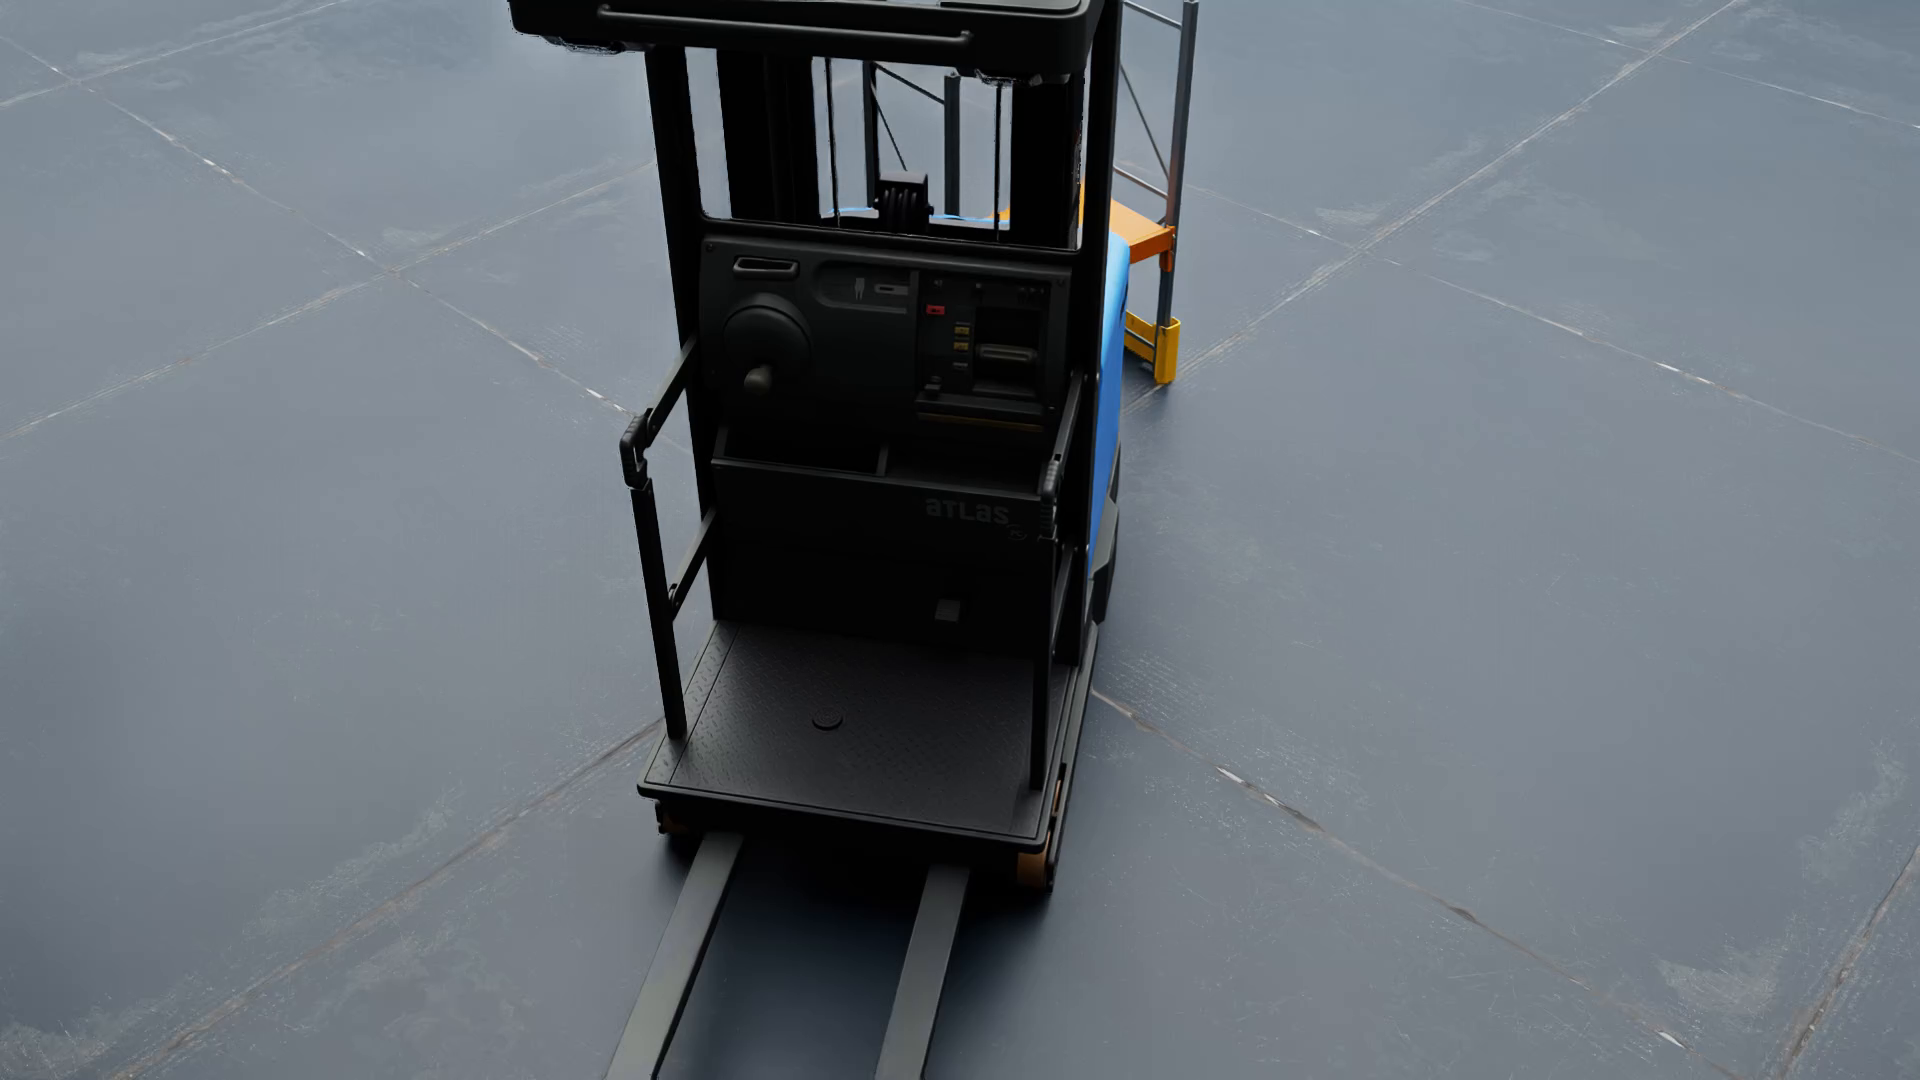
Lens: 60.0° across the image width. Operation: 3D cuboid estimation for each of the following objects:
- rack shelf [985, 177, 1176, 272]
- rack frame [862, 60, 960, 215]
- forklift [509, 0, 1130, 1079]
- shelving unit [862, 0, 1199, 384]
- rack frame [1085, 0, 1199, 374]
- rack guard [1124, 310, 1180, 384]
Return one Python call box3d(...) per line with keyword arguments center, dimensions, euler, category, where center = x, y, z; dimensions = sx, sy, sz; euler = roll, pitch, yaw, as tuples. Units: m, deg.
box3d(center=(0.242, -1.024, 6.121), dimensions=(1.000, 0.185, 0.538), euler=(-25, 45, -28), category="rack shelf")
box3d(center=(-0.162, -0.973, 5.768), dimensions=(0.032, 1.500, 0.500), euler=(-25, 45, -28), category="rack frame")
box3d(center=(-0.232, -0.448, 3.958), dimensions=(1.130, 2.935, 3.031), euler=(7, 39, 9), category="forklift")
box3d(center=(0.250, -1.168, 6.014), dimensions=(1.083, 1.500, 0.587), euler=(-25, 45, -28), category="shelving unit")
box3d(center=(0.647, -1.356, 6.250), dimensions=(0.032, 1.500, 0.500), euler=(-25, 45, -28), category="rack frame")
box3d(center=(0.646, -0.867, 6.639), dimensions=(0.087, 0.250, 0.587), euler=(-25, 45, -28), category="rack guard")
